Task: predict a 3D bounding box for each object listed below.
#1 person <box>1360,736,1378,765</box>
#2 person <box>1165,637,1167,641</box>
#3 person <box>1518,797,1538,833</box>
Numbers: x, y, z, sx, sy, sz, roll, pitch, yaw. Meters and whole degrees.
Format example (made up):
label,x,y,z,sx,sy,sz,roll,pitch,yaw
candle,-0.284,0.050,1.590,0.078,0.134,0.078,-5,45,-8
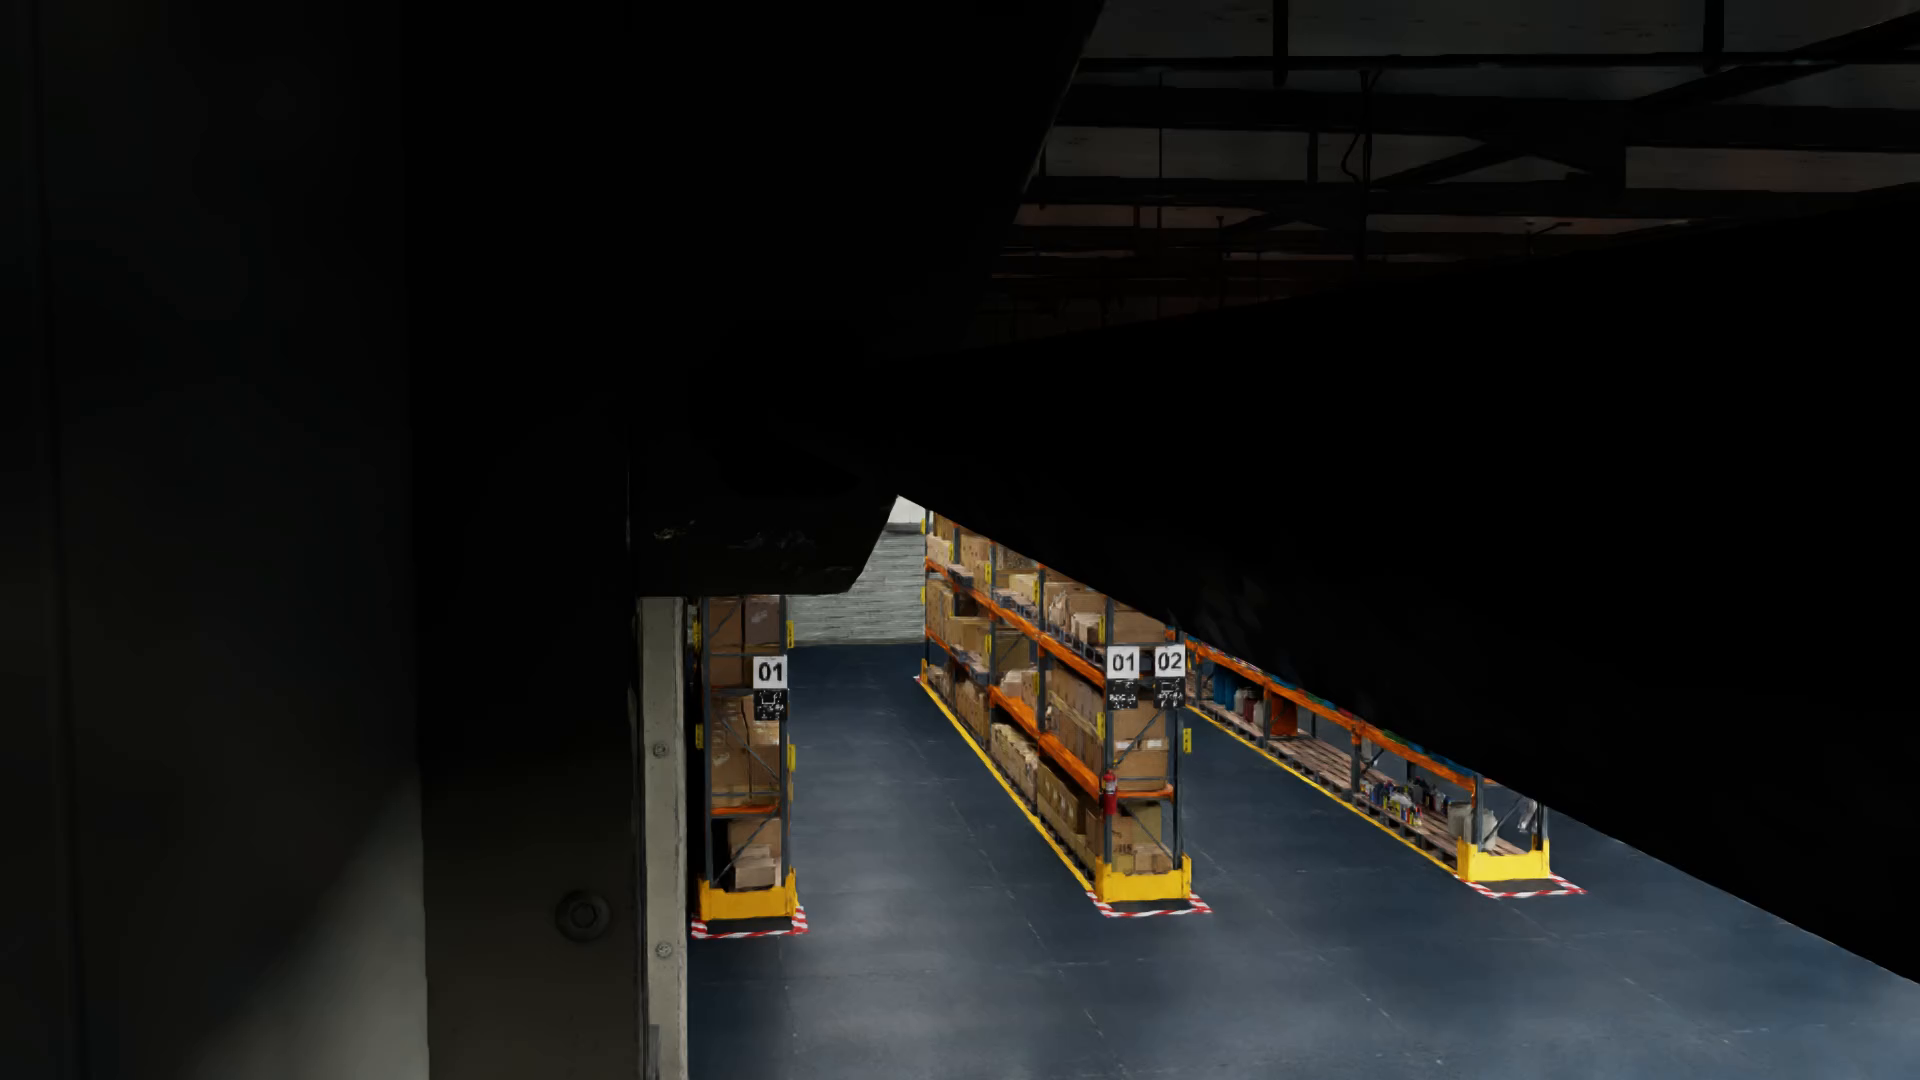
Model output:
label,x,y,z,sx,sy,sz,roll,pitch,yaw
person,7.012,2.968,28.508,0.380,1.681,0.597,-1,5,-15
person,5.101,1.979,40.099,0.483,1.621,0.995,-2,5,-18
person,8.271,3.473,23.822,0.566,1.541,0.506,-1,5,-12
